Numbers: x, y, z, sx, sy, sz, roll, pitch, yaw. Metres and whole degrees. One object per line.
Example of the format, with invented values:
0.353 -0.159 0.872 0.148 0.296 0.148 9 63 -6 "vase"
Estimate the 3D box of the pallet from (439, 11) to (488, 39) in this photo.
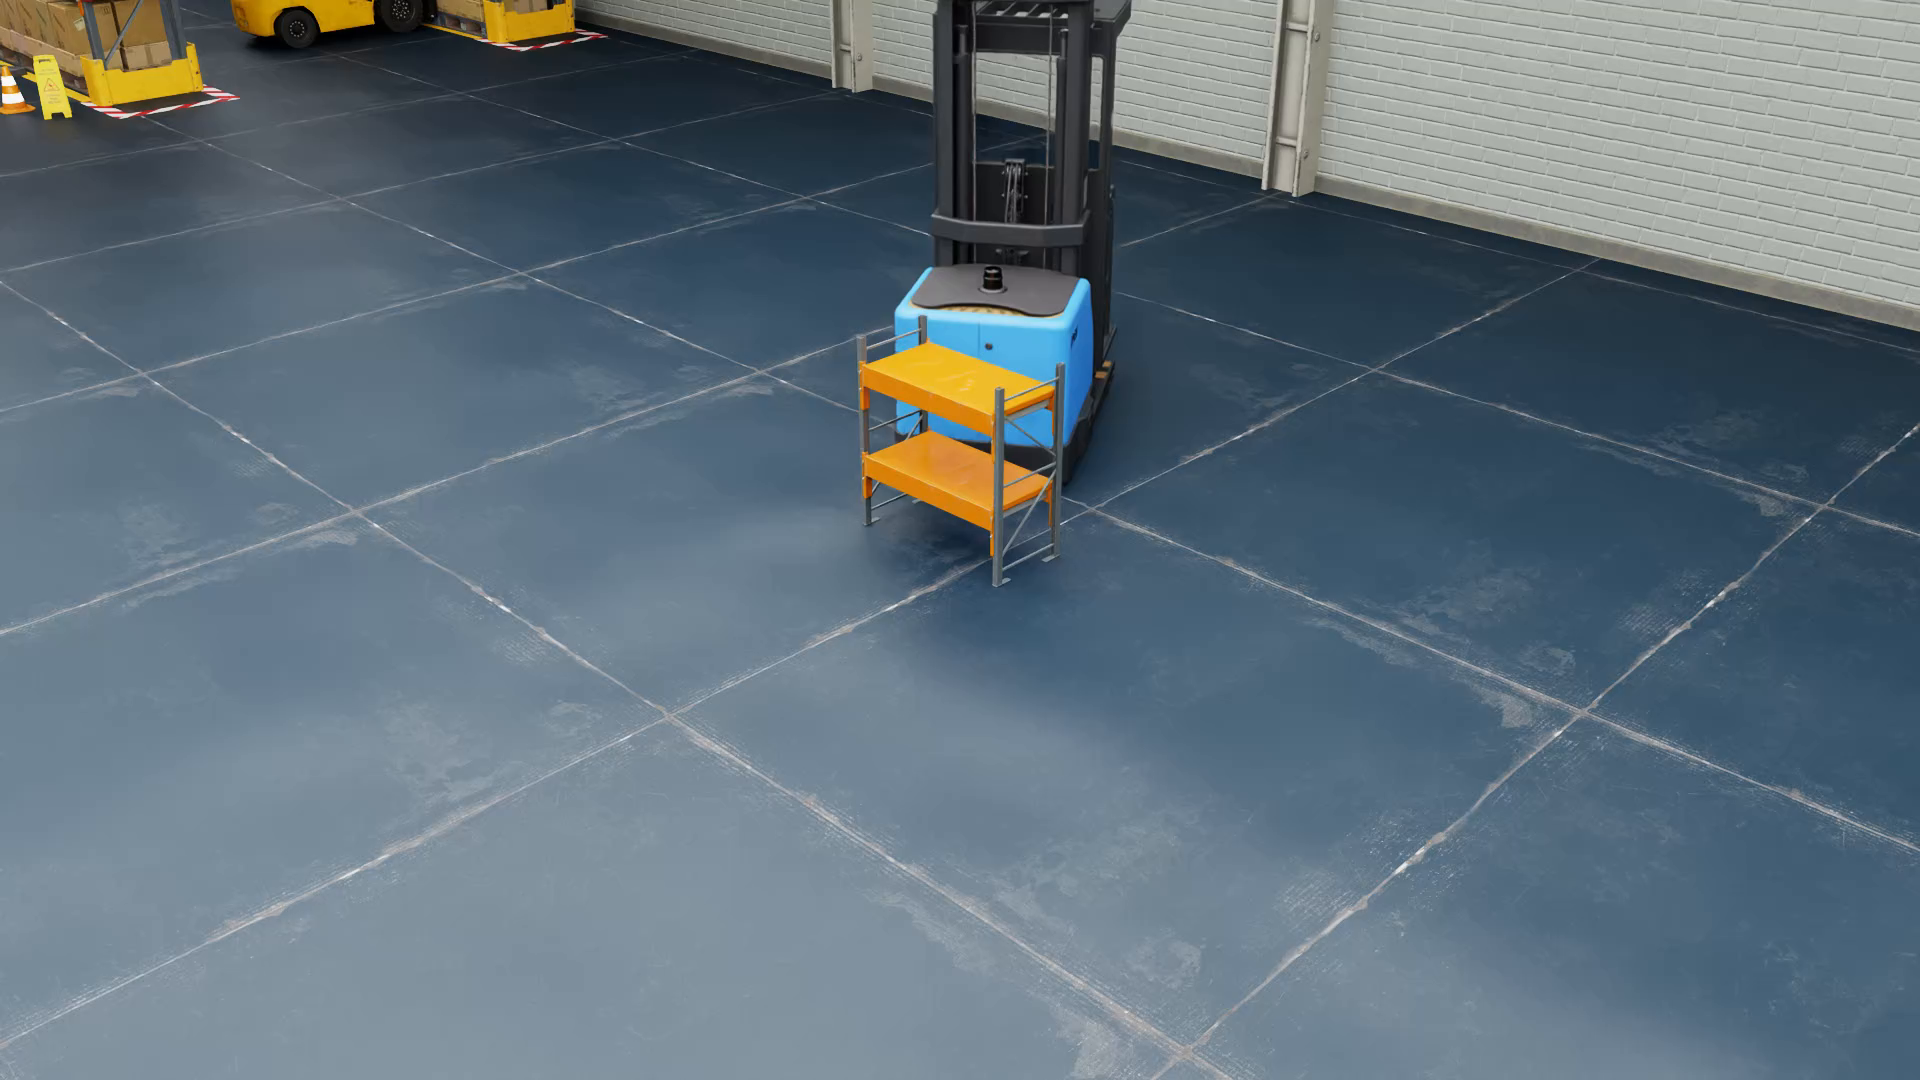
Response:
-6.219 -6.973 22.285 1.213 0.211 1.003 25 36 38 "pallet"

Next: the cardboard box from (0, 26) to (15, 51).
-11.354 -6.145 20.217 0.500 0.250 0.500 -23 35 -36 "cardboard box"

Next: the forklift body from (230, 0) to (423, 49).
-8.275 -7.610 21.411 1.214 2.155 2.313 25 36 38 "forklift body"

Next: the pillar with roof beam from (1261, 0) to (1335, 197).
0.030 -5.809 10.629 0.400 9.000 9.100 25 36 38 "pillar with roof beam"

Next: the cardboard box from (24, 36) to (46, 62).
-10.627 -5.807 19.575 0.500 0.250 0.500 23 35 37 "cardboard box"

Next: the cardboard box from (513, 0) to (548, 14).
-5.857 -7.166 22.158 0.500 0.250 0.500 25 37 39 "cardboard box"

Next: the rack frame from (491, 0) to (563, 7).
-5.644 -7.972 21.188 0.127 3.000 1.000 25 36 38 "rack frame"

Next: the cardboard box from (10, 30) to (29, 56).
-10.974 -5.973 19.889 0.500 0.250 0.500 24 36 38 "cardboard box"

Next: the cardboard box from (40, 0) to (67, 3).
-10.184 -6.184 18.788 0.380 0.149 0.250 -24 36 -38 "cardboard box"

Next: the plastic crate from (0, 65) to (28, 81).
-11.429 -5.552 19.723 0.583 0.080 0.402 12 30 22 "plastic crate"

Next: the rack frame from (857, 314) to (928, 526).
-0.367 -0.666 9.308 0.032 1.125 0.500 25 36 38 "rack frame"

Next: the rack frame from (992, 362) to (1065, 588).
0.358 -0.334 8.677 0.032 1.125 0.500 25 36 38 "rack frame"

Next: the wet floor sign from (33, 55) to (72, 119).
-9.736 -4.864 17.808 0.267 0.644 0.232 -13 30 -22 "wet floor sign"

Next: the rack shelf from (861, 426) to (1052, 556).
-0.005 -0.284 9.106 1.000 0.278 0.538 25 36 38 "rack shelf"

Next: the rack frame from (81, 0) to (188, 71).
-9.122 -6.323 18.053 0.127 3.000 1.000 25 36 38 "rack frame"

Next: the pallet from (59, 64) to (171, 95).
-9.730 -5.391 19.276 1.213 0.211 1.003 25 36 38 "pallet"

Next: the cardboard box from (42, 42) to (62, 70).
-10.250 -5.638 19.253 0.500 0.250 0.500 25 37 39 "cardboard box"

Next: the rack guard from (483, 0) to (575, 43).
-5.627 -6.858 21.755 0.348 0.500 1.175 25 36 38 "rack guard"

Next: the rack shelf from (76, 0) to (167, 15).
-10.548 -6.658 19.461 4.000 0.370 1.077 25 36 38 "rack shelf"

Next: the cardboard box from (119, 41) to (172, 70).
-9.503 -5.647 19.270 0.500 0.250 0.500 24 36 38 "cardboard box"

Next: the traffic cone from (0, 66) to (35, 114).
-10.333 -4.913 18.096 0.334 0.463 0.336 25 36 38 "traffic cone"

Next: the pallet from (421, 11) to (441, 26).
-7.085 -7.371 23.042 1.213 0.211 1.003 25 36 38 "pallet"

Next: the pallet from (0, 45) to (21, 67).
-11.470 -6.187 20.790 1.213 0.211 1.003 25 36 38 "pallet"

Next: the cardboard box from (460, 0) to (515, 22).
-6.201 -6.989 21.822 0.500 0.250 0.500 25 37 39 "cardboard box"

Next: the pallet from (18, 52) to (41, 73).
-10.596 -5.789 20.032 1.213 0.211 1.003 25 36 38 "pallet"

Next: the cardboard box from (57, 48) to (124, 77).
-9.904 -5.475 18.942 0.500 0.250 0.500 24 36 38 "cardboard box"

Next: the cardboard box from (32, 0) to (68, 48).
-10.250 -5.968 19.075 0.500 0.500 0.500 -24 36 -37 "cardboard box"

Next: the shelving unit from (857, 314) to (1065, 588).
-0.005 -0.500 8.992 1.048 1.125 0.538 25 36 38 "shelving unit"

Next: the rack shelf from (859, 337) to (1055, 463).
-0.005 -0.759 8.856 1.000 0.278 0.538 25 36 38 "rack shelf"

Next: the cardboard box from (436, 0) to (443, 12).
-6.899 -7.321 22.453 0.500 0.250 0.500 -25 37 -39 "cardboard box"

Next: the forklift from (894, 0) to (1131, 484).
0.433 -2.280 10.437 1.130 2.935 3.031 6 28 11 "forklift"

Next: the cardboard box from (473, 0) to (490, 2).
-6.210 -7.217 21.719 0.500 0.250 0.500 24 36 38 "cardboard box"

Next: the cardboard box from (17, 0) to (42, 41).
-10.605 -6.135 19.392 0.500 0.500 0.500 24 36 37 "cardboard box"

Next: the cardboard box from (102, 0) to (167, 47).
-9.520 -5.987 19.110 0.500 0.500 0.500 23 36 37 "cardboard box"

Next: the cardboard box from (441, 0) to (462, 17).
-6.549 -7.155 22.137 0.500 0.250 0.500 25 36 38 "cardboard box"

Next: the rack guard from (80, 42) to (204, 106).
-9.176 -5.242 18.682 0.348 0.500 1.175 25 36 38 "rack guard"

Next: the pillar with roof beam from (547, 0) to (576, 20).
-8.527 -9.725 18.076 0.400 9.000 9.100 25 36 38 "pillar with roof beam"

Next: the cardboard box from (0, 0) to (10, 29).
-11.352 -6.477 20.041 0.500 0.500 0.500 -24 36 -37 "cardboard box"

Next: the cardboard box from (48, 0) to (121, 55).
-9.876 -5.799 18.753 0.500 0.500 0.500 25 37 39 "cardboard box"

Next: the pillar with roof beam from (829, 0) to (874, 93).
-4.249 -7.767 14.352 0.400 9.000 9.100 25 36 38 "pillar with roof beam"

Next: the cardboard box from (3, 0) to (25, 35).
-10.984 -6.307 19.719 0.500 0.500 0.500 -23 35 -37 "cardboard box"
